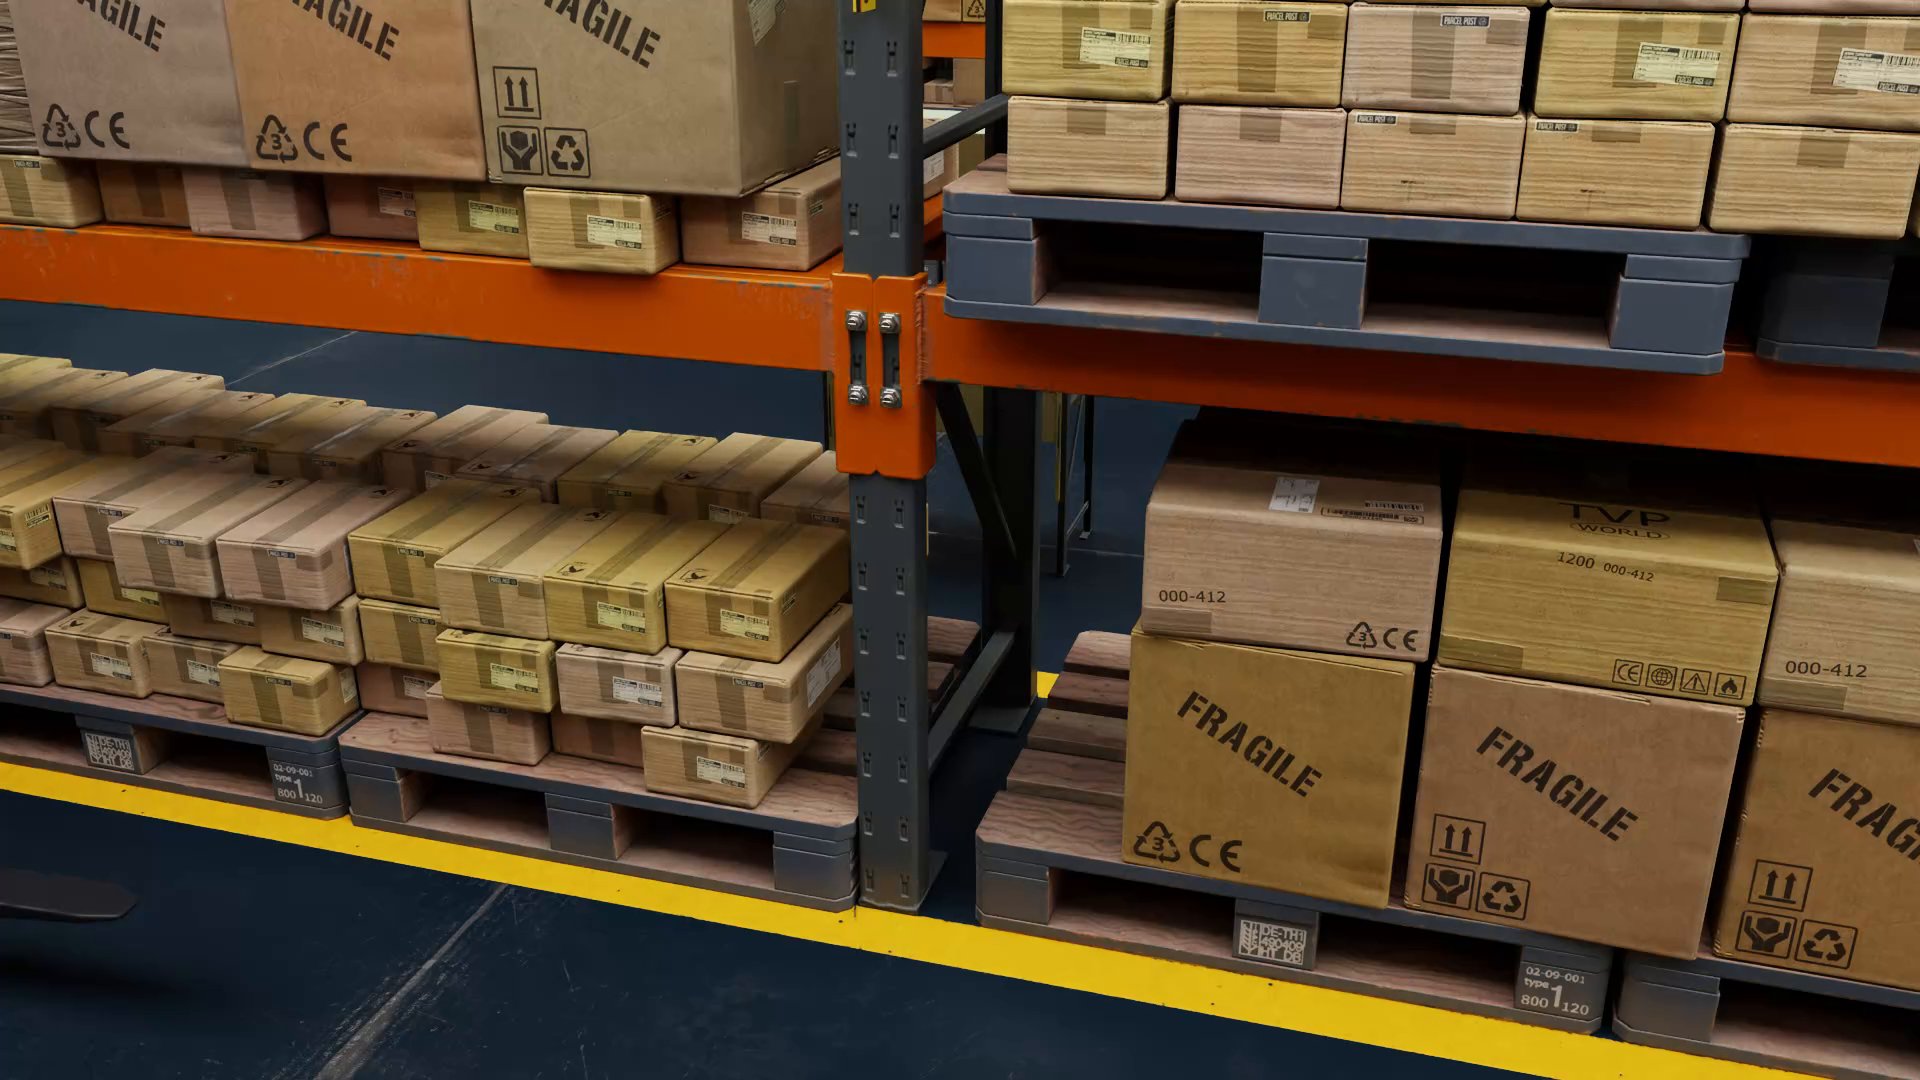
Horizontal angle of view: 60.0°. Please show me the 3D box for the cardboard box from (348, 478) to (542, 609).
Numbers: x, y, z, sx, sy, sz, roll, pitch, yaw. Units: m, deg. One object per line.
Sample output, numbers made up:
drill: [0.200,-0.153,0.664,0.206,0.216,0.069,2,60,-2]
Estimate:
cardboard box: [-1.142,0.003,3.730,0.250,0.149,0.380,7,23,17]

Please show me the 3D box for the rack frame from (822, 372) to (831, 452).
rack frame: [-0.344,-0.733,5.081,0.023,1.500,0.400,7,23,16]

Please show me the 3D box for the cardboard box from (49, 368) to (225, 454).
cardboard box: [-2.242,-0.339,4.563,0.250,0.149,0.380,7,23,17]

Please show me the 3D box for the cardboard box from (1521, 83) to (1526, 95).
cardboard box: [1.160,-0.830,3.118,0.250,0.149,0.380,5,23,13]

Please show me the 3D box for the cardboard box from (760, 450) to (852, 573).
cardboard box: [-0.274,-0.071,3.910,0.250,0.149,0.380,8,23,18]

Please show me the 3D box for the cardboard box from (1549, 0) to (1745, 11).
cardboard box: [0.992,-0.865,2.419,0.250,0.149,0.380,6,23,15]

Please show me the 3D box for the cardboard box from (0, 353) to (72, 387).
cardboard box: [-2.745,-0.400,4.711,0.250,0.149,0.380,6,23,14]

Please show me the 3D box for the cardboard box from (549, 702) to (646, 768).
cardboard box: [-0.703,0.339,3.693,0.250,0.149,0.380,7,23,17]

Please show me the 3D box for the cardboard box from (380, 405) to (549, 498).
cardboard box: [-1.253,-0.210,4.249,0.250,0.149,0.380,7,23,17]

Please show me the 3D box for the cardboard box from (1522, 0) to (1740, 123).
cardboard box: [0.985,-0.729,2.479,0.250,0.149,0.380,6,23,13]

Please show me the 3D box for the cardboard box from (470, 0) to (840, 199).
cardboard box: [-0.549,-0.942,3.089,0.500,0.500,0.500,7,23,16]

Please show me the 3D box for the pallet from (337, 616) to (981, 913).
pallet: [-0.657,0.422,3.963,1.213,0.211,1.003,7,23,16]

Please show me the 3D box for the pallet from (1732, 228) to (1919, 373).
pallet: [1.918,-0.482,2.746,1.213,0.211,1.003,7,23,16]

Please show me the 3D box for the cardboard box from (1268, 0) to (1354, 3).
cardboard box: [0.509,-0.922,2.559,0.250,0.149,0.380,7,23,17]

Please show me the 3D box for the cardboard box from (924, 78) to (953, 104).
cardboard box: [-0.117,-3.572,13.230,0.250,0.149,0.380,6,23,13]

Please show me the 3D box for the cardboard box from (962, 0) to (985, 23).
cardboard box: [0.317,-2.675,7.708,0.500,0.500,0.500,6,23,14]

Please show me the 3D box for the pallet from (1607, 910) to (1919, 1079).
pallet: [1.913,0.701,3.284,1.213,0.211,1.003,7,23,16]

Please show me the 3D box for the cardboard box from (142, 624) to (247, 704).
cardboard box: [-1.699,0.232,3.956,0.250,0.149,0.380,7,23,17]

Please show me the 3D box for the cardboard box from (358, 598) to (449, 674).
cardboard box: [-1.134,0.150,3.764,0.250,0.149,0.380,7,23,16]

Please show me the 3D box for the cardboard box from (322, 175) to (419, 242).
cardboard box: [-1.089,-0.730,3.429,0.250,0.149,0.380,6,23,14]

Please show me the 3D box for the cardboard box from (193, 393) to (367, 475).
cardboard box: [-1.763,-0.251,4.350,0.250,0.149,0.380,7,23,16]

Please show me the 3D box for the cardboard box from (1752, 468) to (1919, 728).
cardboard box: [1.624,0.100,2.826,0.500,0.250,0.500,7,23,18]

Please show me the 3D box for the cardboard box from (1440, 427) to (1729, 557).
cardboard box: [1.270,-0.141,3.414,0.500,0.250,0.500,8,24,18]

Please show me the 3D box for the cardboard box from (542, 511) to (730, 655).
cardboard box: [-0.676,0.084,3.532,0.250,0.149,0.380,7,23,16]

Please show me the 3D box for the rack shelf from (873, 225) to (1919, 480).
rack shelf: [1.911,-0.255,2.888,4.000,0.370,1.077,7,23,16]

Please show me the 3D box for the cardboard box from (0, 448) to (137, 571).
cardboard box: [-2.165,-0.078,3.928,0.250,0.149,0.380,7,23,16]

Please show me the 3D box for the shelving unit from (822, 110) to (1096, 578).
shelving unit: [0.006,-0.693,4.984,0.755,1.500,0.431,7,23,16]

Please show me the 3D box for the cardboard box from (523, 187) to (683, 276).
cardboard box: [-0.623,-0.626,3.175,0.250,0.149,0.380,6,23,14]

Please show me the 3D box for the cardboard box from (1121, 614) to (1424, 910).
cardboard box: [0.627,0.332,3.248,0.500,0.500,0.500,7,23,18]

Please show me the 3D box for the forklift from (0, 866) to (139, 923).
forklift: [-3.061,-0.495,2.615,3.031,2.935,1.130,5,23,12]

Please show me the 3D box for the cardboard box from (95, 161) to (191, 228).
cardboard box: [-1.599,-0.780,3.551,0.250,0.149,0.380,6,23,15]

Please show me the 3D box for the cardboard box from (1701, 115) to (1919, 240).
cardboard box: [1.229,-0.562,2.466,0.250,0.149,0.380,6,23,13]

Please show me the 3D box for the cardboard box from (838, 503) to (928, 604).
cardboard box: [-0.259,0.024,4.071,0.250,0.149,0.380,8,24,18]

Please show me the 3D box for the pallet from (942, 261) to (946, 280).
pallet: [0.623,-1.439,8.499,1.213,0.211,1.003,7,23,16]

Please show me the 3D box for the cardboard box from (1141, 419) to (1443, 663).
cardboard box: [0.627,-0.015,3.106,0.500,0.250,0.500,6,23,13]

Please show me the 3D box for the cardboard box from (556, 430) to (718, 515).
cardboard box: [-0.777,-0.132,4.060,0.250,0.149,0.380,6,23,15]

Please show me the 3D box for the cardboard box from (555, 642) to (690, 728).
cardboard box: [-0.660,0.236,3.554,0.250,0.149,0.380,5,23,13]

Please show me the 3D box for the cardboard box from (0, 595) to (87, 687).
cardboard box: [-2.212,0.196,4.042,0.250,0.149,0.380,5,23,13]

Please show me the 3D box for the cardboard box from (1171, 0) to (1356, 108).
cardboard box: [0.489,-0.785,2.617,0.250,0.149,0.380,6,23,14]

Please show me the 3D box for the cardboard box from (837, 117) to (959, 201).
cardboard box: [-0.181,-0.841,3.699,0.250,0.149,0.380,7,23,17]

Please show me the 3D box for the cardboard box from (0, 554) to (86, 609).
cardboard box: [-2.133,0.014,4.095,0.250,0.149,0.380,8,24,18]

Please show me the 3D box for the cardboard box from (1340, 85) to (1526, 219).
cardboard box: [0.745,-0.618,2.602,0.250,0.149,0.380,7,23,16]

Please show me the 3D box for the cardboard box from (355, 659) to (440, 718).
cardboard box: [-1.191,0.261,3.885,0.250,0.149,0.380,6,23,14]

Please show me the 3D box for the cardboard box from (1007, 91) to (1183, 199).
cardboard box: [0.240,-0.675,2.741,0.250,0.149,0.380,5,23,13]

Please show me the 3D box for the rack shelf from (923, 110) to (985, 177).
rack shelf: [0.006,-1.054,4.836,0.720,0.370,0.431,7,23,16]

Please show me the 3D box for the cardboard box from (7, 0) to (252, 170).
cardboard box: [-1.522,-1.054,3.363,0.500,0.500,0.500,6,23,15]

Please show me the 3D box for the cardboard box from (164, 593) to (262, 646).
cardboard box: [-1.634,0.092,3.904,0.250,0.149,0.380,5,23,13]

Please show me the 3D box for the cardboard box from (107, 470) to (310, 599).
cardboard box: [-1.690,-0.019,3.782,0.250,0.149,0.380,6,23,14]

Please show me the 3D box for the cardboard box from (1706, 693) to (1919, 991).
cardboard box: [1.639,0.442,2.980,0.500,0.500,0.500,7,23,16]

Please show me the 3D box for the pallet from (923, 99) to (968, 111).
pallet: [-0.234,-3.474,13.460,1.213,0.211,1.003,7,23,16]

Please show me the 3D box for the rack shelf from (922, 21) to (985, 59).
rack shelf: [-0.586,-2.503,8.368,4.000,0.370,1.077,7,23,16]
